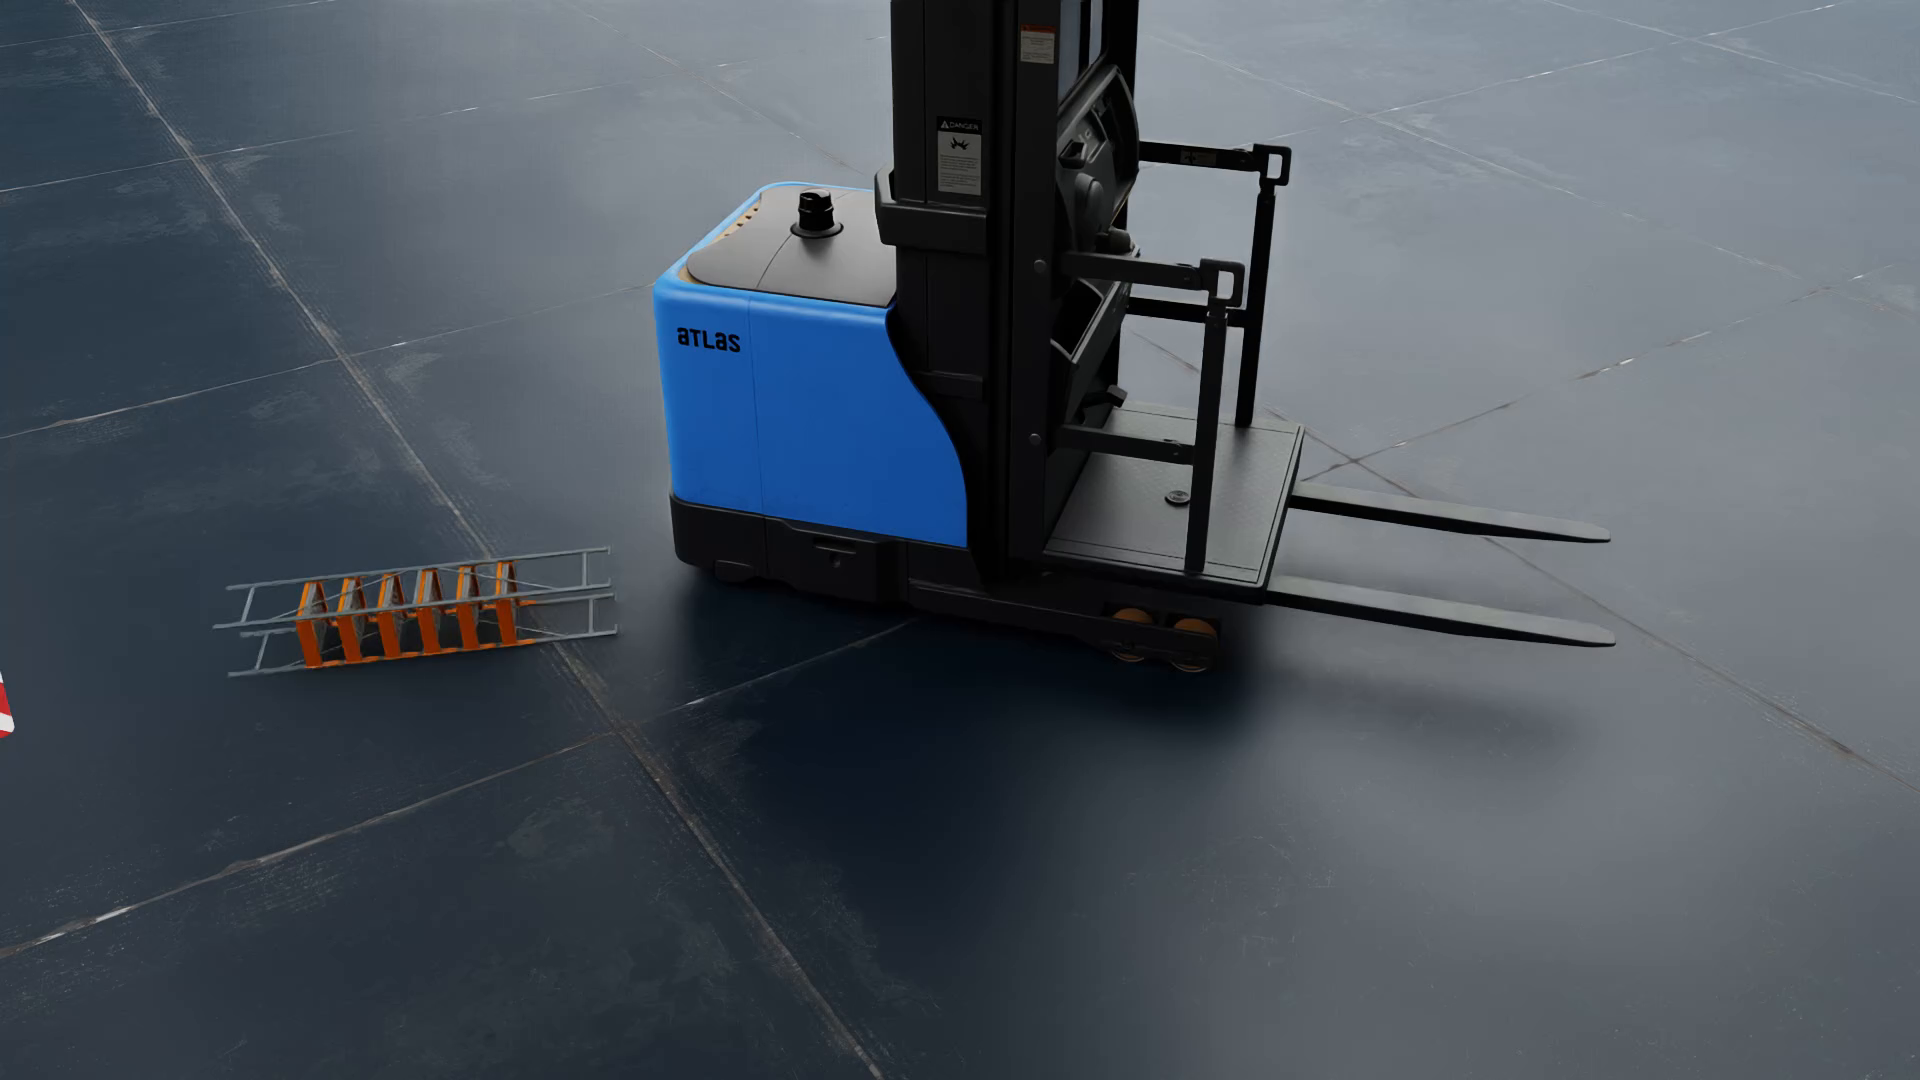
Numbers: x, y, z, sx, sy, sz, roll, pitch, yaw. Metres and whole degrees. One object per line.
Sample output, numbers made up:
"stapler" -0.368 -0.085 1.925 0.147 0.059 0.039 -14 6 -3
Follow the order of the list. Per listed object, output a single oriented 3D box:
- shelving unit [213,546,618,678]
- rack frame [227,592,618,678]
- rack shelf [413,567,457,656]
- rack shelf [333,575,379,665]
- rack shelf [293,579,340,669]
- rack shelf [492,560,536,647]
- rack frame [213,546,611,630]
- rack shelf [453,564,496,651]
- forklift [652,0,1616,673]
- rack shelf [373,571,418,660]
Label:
"shelving unit" -1.719 0.226 5.330 1.200 0.189 0.258 -6 33 -9
"rack frame" -1.718 0.303 5.379 1.200 0.006 0.240 -6 33 -9
"rack shelf" -1.675 0.221 5.337 0.103 0.180 0.258 -6 33 -9
"rack shelf" -1.911 0.246 5.300 0.103 0.180 0.258 -6 33 -9
"rack shelf" -2.029 0.259 5.281 0.103 0.180 0.258 -6 33 -9
"rack shelf" -1.439 0.196 5.374 0.103 0.180 0.258 -6 33 -9
"rack frame" -1.719 0.149 5.281 1.200 0.006 0.240 -6 33 -9
"rack shelf" -1.557 0.209 5.355 0.103 0.180 0.258 -6 33 -9
"forklift" 0.603 -1.142 4.935 3.031 2.935 1.130 9 33 14
"rack shelf" -1.793 0.234 5.318 0.103 0.180 0.258 -6 33 -9
